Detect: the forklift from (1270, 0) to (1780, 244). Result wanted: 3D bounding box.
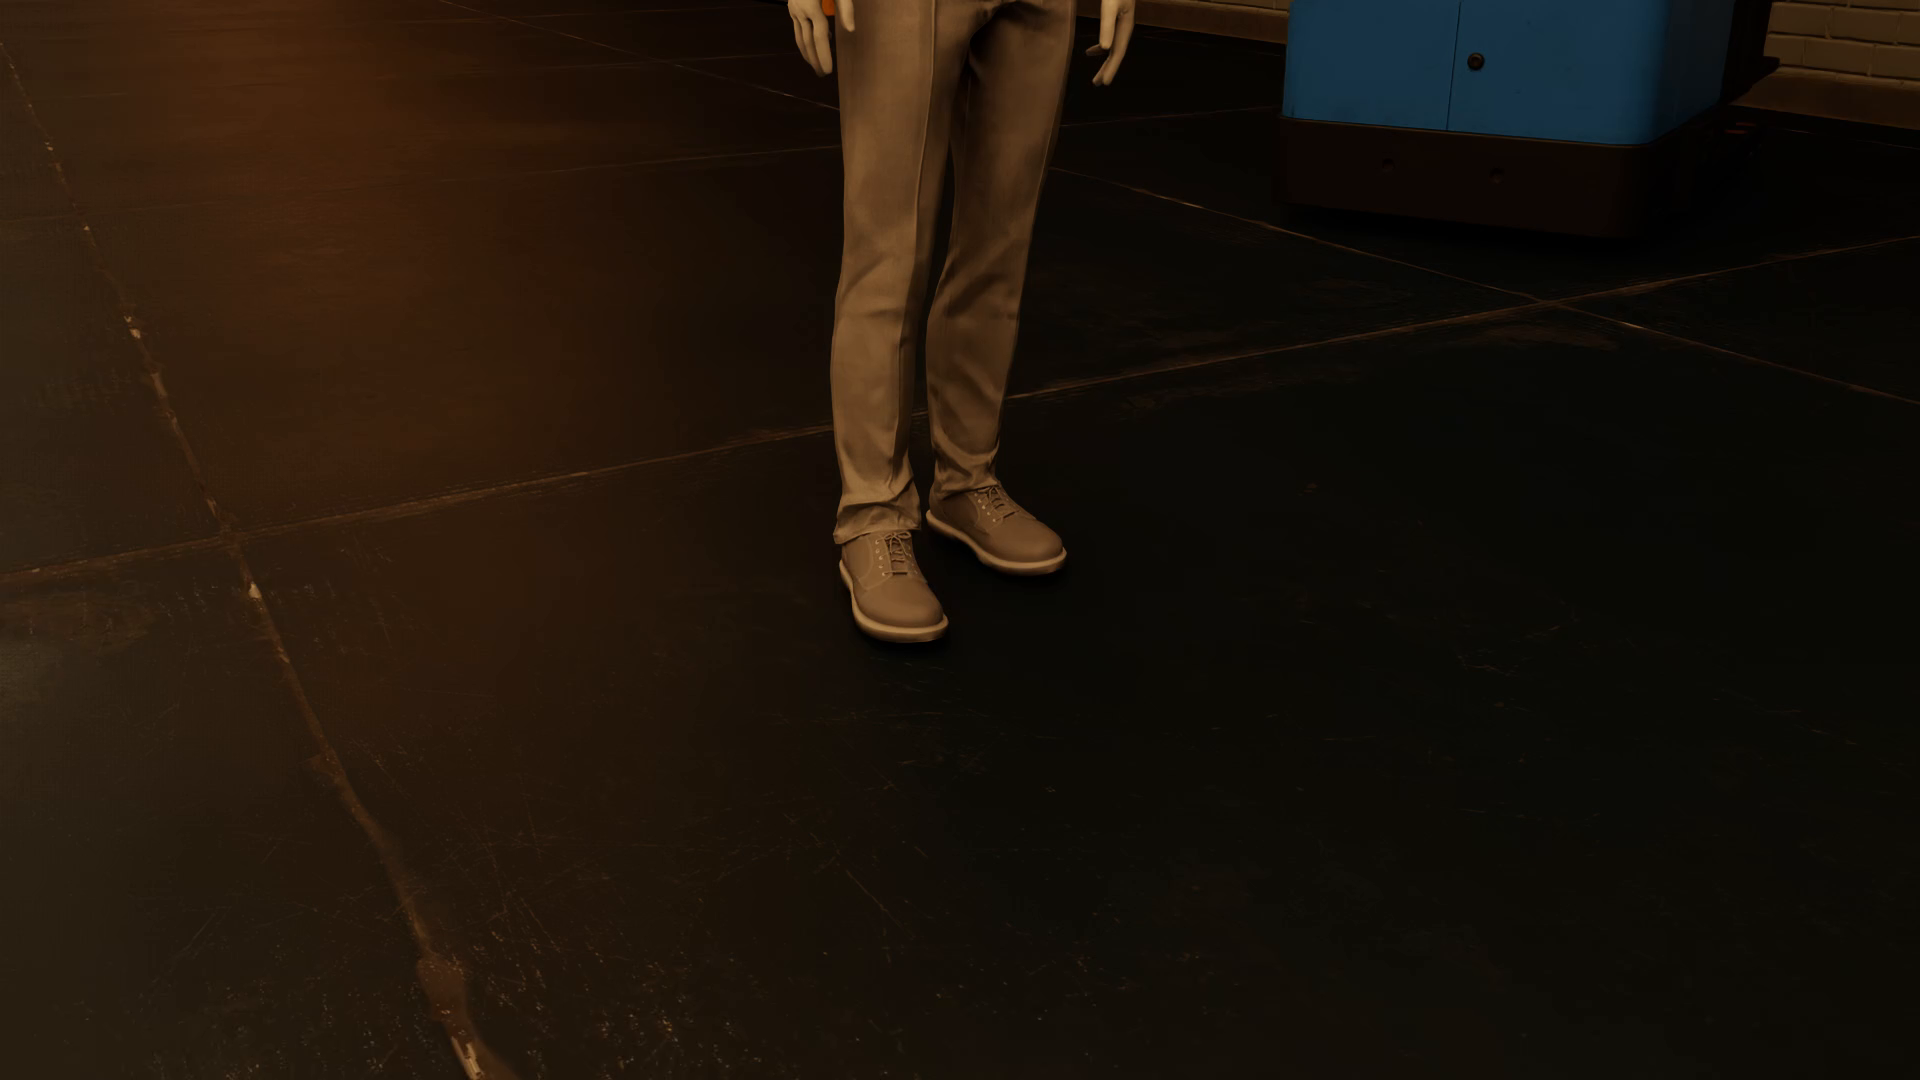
[{"bbox_3d":[2.133,-2.658,5.251,1.130,2.935,3.031,14,26,30],"label":"forklift"}]

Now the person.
[{"bbox_3d":[0.028,-0.767,2.252,0.586,1.694,0.532,-12,25,-28],"label":"person"}]
